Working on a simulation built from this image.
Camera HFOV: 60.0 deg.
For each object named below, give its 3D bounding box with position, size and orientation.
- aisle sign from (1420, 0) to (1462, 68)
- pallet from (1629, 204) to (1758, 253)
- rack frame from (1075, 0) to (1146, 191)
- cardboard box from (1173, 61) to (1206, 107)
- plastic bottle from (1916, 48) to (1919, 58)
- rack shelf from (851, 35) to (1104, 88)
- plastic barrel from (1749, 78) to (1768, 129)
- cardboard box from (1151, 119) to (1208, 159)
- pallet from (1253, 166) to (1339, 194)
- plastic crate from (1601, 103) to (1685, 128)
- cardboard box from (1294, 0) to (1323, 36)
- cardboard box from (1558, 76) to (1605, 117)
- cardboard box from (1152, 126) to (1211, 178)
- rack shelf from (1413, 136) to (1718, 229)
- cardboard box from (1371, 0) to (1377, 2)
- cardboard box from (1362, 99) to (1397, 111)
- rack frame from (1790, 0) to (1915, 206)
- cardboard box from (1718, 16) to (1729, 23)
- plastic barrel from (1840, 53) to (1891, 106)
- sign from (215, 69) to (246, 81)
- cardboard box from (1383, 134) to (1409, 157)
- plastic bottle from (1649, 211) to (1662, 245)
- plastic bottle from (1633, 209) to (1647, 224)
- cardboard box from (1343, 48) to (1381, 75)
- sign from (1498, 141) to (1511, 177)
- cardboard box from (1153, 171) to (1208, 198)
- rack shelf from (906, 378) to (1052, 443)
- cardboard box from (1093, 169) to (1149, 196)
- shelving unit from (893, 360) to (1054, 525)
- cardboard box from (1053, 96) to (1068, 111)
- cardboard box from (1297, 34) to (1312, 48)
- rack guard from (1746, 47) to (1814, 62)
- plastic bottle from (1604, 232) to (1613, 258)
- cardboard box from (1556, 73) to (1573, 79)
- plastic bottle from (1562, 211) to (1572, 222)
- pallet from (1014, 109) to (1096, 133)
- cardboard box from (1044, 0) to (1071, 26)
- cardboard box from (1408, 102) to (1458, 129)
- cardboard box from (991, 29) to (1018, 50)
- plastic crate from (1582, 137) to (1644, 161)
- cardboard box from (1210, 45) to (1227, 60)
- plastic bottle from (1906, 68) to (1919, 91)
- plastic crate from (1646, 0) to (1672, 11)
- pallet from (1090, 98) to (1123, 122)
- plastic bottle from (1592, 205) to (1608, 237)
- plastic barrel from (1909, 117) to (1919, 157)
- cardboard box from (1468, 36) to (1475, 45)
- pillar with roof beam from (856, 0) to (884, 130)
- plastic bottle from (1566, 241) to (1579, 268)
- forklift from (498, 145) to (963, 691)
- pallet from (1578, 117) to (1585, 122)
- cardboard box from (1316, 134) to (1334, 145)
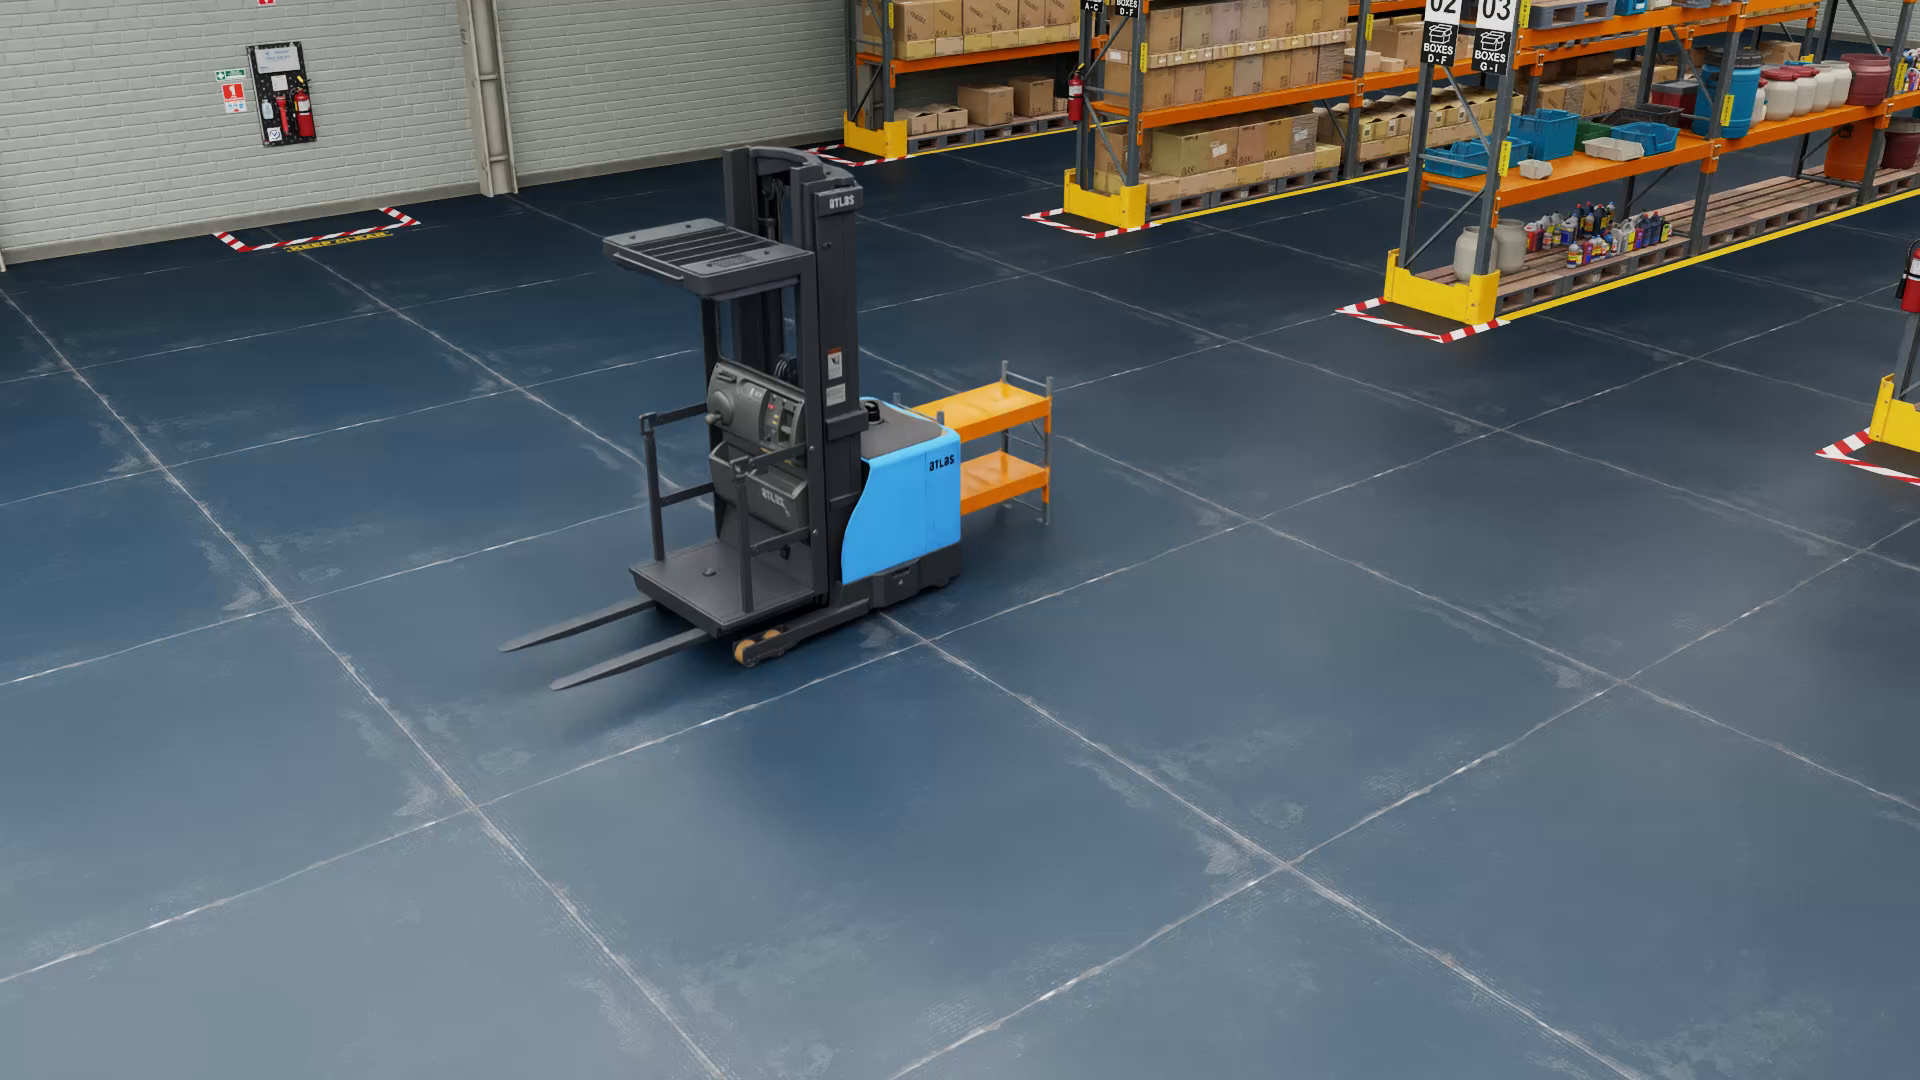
[{"bbox_3d":[4.593,-4.936,15.862,0.004,0.787,0.394,-18,31,-34],"label":"aisle sign"},{"bbox_3d":[8.575,-3.668,19.531,1.213,0.211,1.003,-18,31,-34],"label":"pallet"},{"bbox_3d":[1.780,-5.319,19.776,0.127,3.000,1.000,-18,31,-34],"label":"rack frame"},{"bbox_3d":[2.565,-5.620,20.304,0.500,0.500,0.700,-17,30,-33],"label":"cardboard box"},{"bbox_3d":[12.948,-6.504,22.475,0.135,0.276,0.152,-18,31,-34],"label":"plastic bottle"},{"bbox_3d":[0.294,-7.153,24.580,4.000,0.370,1.077,-18,31,-34],"label":"rack shelf"},{"bbox_3d":[8.869,-4.954,18.827,0.433,0.535,0.433,0,25,0],"label":"plastic barrel"},{"bbox_3d":[2.796,-5.105,21.191,0.500,0.500,0.500,-18,31,-34],"label":"cardboard box"},{"bbox_3d":[4.276,-4.901,22.186,1.213,0.211,1.003,-18,31,-34],"label":"pallet"},{"bbox_3d":[7.490,-4.594,18.287,0.504,0.338,0.767,-18,31,-34],"label":"plastic crate"},{"bbox_3d":[4.185,-6.743,21.184,0.500,0.500,0.700,-18,31,-34],"label":"cardboard box"},{"bbox_3d":[9.416,-6.753,25.312,0.500,0.500,0.500,-19,31,-35],"label":"cardboard box"},{"bbox_3d":[2.731,-4.799,20.531,0.500,0.500,0.500,-18,31,-34],"label":"cardboard box"},{"bbox_3d":[6.407,-3.871,17.509,4.000,0.370,1.077,-18,31,-34],"label":"rack shelf"},{"bbox_3d":[7.045,-9.475,29.004,0.250,0.149,0.380,-19,31,-35],"label":"cardboard box"},{"bbox_3d":[5.869,-6.022,23.391,0.500,0.311,0.500,-18,31,-34],"label":"cardboard box"},{"bbox_3d":[11.129,-5.756,20.716,0.127,3.000,1.000,-18,31,-34],"label":"rack frame"},{"bbox_3d":[12.193,-8.658,26.851,0.500,0.500,0.500,-18,30,-33],"label":"cardboard box"},{"bbox_3d":[10.950,-5.596,20.211,0.708,0.536,0.600,-18,31,-34],"label":"plastic barrel"},{"bbox_3d":[-8.442,-5.385,19.246,0.331,0.109,0.001,-18,31,-34],"label":"sign"},{"bbox_3d":[5.801,-5.457,22.839,0.500,0.250,0.500,-17,30,-33],"label":"cardboard box"},{"bbox_3d":[7.652,-3.452,18.375,0.185,0.351,0.144,-19,31,-35],"label":"plastic bottle"},{"bbox_3d":[7.563,-3.499,18.478,0.185,0.351,0.144,-18,31,-34],"label":"plastic bottle"},{"bbox_3d":[5.288,-6.433,22.353,0.500,0.250,0.500,-16,29,-31],"label":"cardboard box"},{"bbox_3d":[5.169,-3.620,15.784,0.005,0.325,0.100,-18,31,-34],"label":"sign"},{"bbox_3d":[2.730,-4.459,20.690,0.500,0.250,0.500,-18,31,-34],"label":"cardboard box"},{"bbox_3d":[0.100,-0.828,11.629,1.000,0.278,0.538,-21,32,-37],"label":"rack shelf"},{"bbox_3d":[2.019,-4.500,20.777,0.500,0.250,0.500,-18,31,-34],"label":"cardboard box"},{"bbox_3d":[0.100,-0.562,11.752,1.048,1.125,0.538,-21,32,-37],"label":"shelving unit"},{"bbox_3d":[1.465,-6.764,25.731,0.380,0.166,0.250,22,33,39],"label":"cardboard box"},{"bbox_3d":[4.239,-6.355,21.119,0.250,0.149,0.380,-18,31,-34],"label":"cardboard box"},{"bbox_3d":[14.310,-8.322,29.215,0.348,0.500,1.175,-18,31,-34],"label":"rack guard"},{"bbox_3d":[6.960,-3.175,17.873,0.097,0.271,0.097,0,25,0],"label":"plastic bottle"},{"bbox_3d":[9.074,-6.918,25.667,0.500,0.500,0.500,-20,31,-36],"label":"cardboard box"},{"bbox_3d":[6.785,-3.534,18.632,0.133,0.283,0.061,-17,30,-32],"label":"plastic bottle"},{"bbox_3d":[1.361,-6.547,25.734,1.213,0.211,1.003,-18,31,-34],"label":"pallet"},{"bbox_3d":[1.297,-7.923,24.649,0.500,0.500,0.500,-18,31,-34],"label":"cardboard box"},{"bbox_3d":[6.615,-5.981,23.302,0.500,0.311,0.500,-17,30,-33],"label":"cardboard box"},{"bbox_3d":[0.503,-7.322,24.246,0.500,0.250,0.500,-18,30,-34],"label":"cardboard box"},{"bbox_3d":[6.859,-4.091,17.443,0.437,0.136,0.530,-18,31,-34],"label":"plastic crate"},{"bbox_3d":[3.033,-5.958,20.263,0.250,0.149,0.380,-19,31,-36],"label":"cardboard box"},{"bbox_3d":[12.033,-5.825,21.012,0.135,0.276,0.152,-18,31,-34],"label":"plastic bottle"},{"bbox_3d":[6.967,-5.407,16.714,0.396,0.136,0.243,-18,31,-34],"label":"plastic crate"},{"bbox_3d":[2.479,-6.936,26.572,1.213,0.211,1.003,-18,31,-34],"label":"pallet"},{"bbox_3d":[7.179,-3.595,18.683,0.185,0.351,0.144,-18,31,-34],"label":"plastic bottle"},{"bbox_3d":[12.781,-5.420,22.449,0.421,0.512,0.421,0,25,0],"label":"plastic barrel"},{"bbox_3d":[7.252,-7.189,23.910,0.500,0.311,0.500,-19,31,-35],"label":"cardboard box"},{"bbox_3d":[1.393,-8.723,19.983,0.400,9.000,9.100,-18,31,-34],"label":"pillar with roof beam"},{"bbox_3d":[6.452,-3.007,17.512,0.097,0.271,0.097,0,25,0],"label":"plastic bottle"},{"bbox_3d":[-1.416,-0.798,10.115,3.031,2.935,1.130,-21,32,-37],"label":"forklift"},{"bbox_3d":[8.686,-6.314,25.231,1.213,0.211,1.003,-18,31,-34],"label":"pallet"},{"bbox_3d":[5.075,-5.505,22.944,0.500,0.250,0.500,-19,31,-35],"label":"cardboard box"}]
